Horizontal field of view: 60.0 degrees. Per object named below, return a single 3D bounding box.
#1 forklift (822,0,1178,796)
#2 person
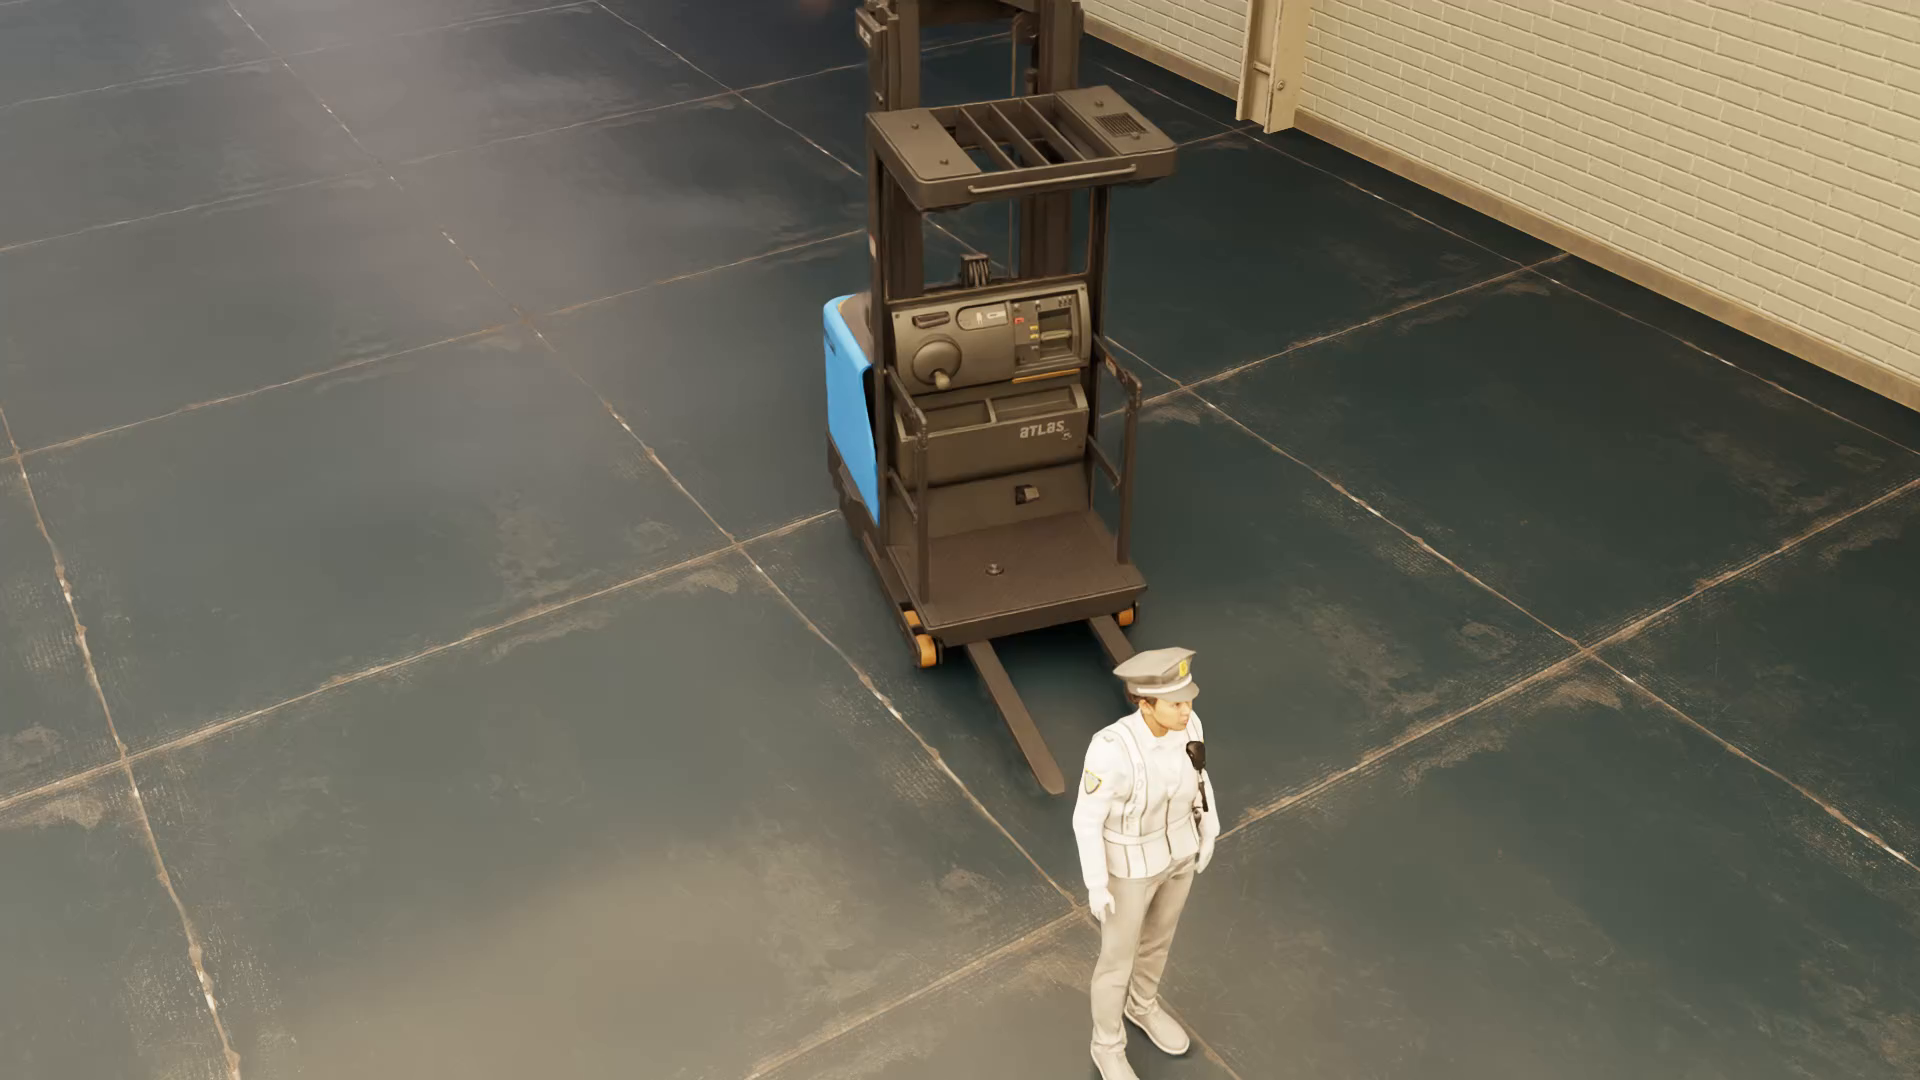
[{"bbox_3d":[0.218,-0.857,7.368,1.130,2.935,3.031,-11,37,-15],"label":"forklift"},{"bbox_3d":[0.675,1.110,5.640,0.575,1.702,0.514,-21,40,-27],"label":"person"}]
